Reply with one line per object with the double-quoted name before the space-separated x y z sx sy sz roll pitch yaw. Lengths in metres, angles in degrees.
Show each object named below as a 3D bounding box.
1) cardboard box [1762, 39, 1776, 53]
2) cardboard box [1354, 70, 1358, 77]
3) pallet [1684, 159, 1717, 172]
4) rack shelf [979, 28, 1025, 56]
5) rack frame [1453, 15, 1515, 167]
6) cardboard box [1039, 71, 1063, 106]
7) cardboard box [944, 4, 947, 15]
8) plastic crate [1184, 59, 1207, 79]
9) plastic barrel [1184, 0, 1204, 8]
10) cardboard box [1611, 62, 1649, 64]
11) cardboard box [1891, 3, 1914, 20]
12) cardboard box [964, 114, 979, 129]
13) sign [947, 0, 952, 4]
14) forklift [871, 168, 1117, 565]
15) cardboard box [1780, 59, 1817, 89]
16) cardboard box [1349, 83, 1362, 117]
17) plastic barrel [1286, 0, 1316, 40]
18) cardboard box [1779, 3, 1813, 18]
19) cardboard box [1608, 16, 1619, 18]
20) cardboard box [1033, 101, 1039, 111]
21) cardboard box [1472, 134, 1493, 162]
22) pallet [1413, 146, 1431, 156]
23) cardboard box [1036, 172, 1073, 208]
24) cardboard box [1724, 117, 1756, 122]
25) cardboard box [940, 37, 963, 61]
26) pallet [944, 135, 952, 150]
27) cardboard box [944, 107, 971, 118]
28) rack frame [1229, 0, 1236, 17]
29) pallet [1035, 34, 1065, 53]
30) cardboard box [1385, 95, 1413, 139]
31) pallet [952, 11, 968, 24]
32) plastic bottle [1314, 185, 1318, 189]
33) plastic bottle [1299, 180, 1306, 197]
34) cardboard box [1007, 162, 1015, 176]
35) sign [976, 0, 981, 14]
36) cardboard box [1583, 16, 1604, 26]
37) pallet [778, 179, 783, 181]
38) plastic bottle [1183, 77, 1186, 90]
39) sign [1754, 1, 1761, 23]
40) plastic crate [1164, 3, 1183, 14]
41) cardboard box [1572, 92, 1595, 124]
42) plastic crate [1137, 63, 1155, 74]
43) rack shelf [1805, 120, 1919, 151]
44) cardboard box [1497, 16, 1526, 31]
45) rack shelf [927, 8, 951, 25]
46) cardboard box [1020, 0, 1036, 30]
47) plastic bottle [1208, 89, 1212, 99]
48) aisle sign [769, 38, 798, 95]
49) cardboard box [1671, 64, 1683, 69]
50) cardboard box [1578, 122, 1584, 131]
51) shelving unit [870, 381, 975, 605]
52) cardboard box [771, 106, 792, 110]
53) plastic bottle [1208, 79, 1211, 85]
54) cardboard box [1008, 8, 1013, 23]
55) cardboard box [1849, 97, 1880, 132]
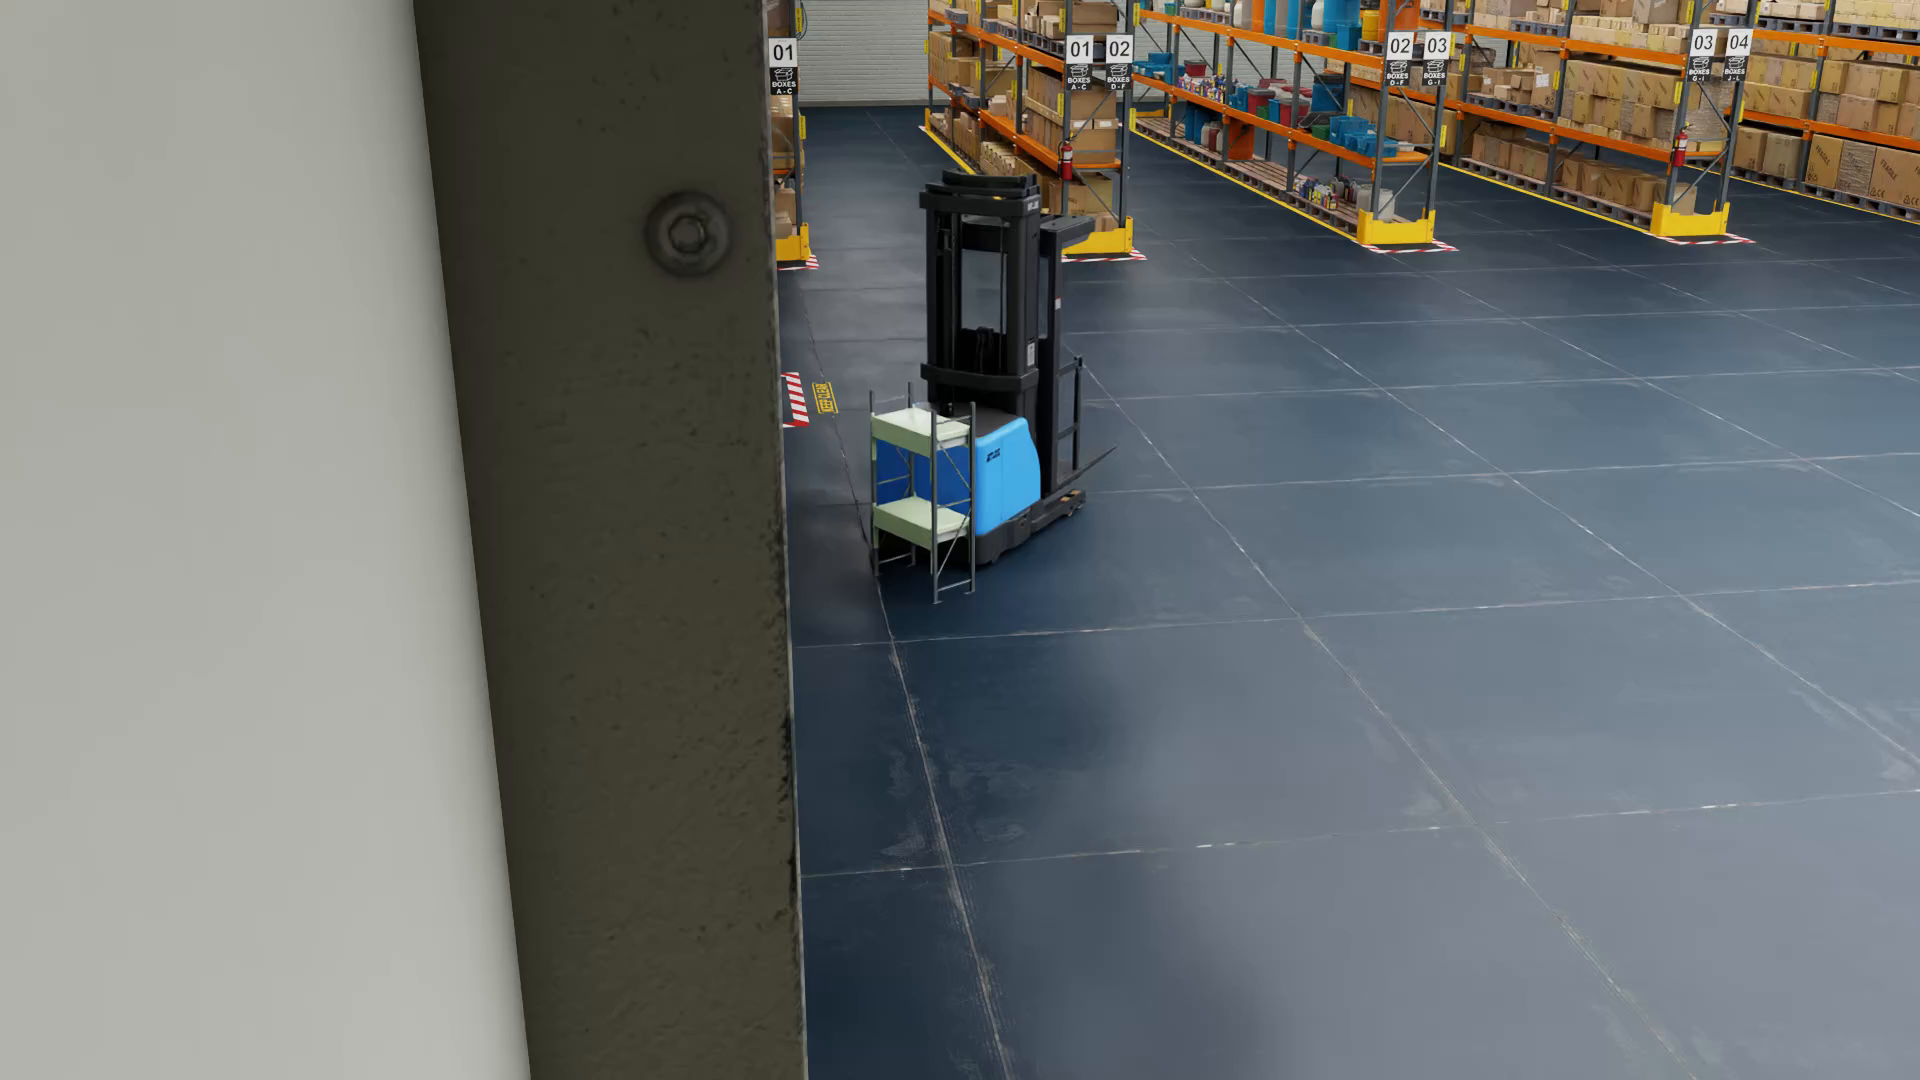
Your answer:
"cardboard box" 19.521 -11.862 39.617 0.500 0.500 0.500 -3 21 -9
"cardboard box" 9.532 -11.026 39.309 0.380 0.149 0.250 -3 21 -7
"pallet" 15.659 -7.769 34.214 1.003 0.211 1.213 -3 21 -8
"rack shelf" 1.182 -9.014 30.304 1.077 0.370 4.000 -3 21 -8
"rack frame" 10.698 -9.137 33.891 1.000 3.000 0.127 -3 21 -8
"cardboard box" 1.687 -7.406 27.262 0.700 0.500 0.500 -3 21 -8
"cardboard box" -0.077 -11.687 36.646 0.500 0.250 0.500 -3 21 -8
"plastic crate" 5.339 -10.652 37.770 0.402 0.464 0.583 -3 21 -8
"plastic barrel" 5.048 -11.742 35.787 0.433 0.535 0.433 0 20 0
"cardboard box" 11.685 -8.091 29.096 0.500 0.500 0.500 -3 21 -8
"cardboard box" 16.211 -8.977 28.222 0.500 0.250 0.500 -3 21 -7
"cardboard box" 0.363 -8.710 34.621 0.500 0.250 0.500 -3 21 -9
"sign" -0.218 -11.640 35.569 0.100 0.325 0.005 -3 21 -8
"forklift" 0.435 -1.648 13.938 1.130 2.935 3.031 11 23 27
"cardboard box" 16.043 -8.832 31.503 0.700 0.500 0.500 -3 21 -9
"cardboard box" 9.847 -10.575 40.180 0.875 0.875 0.875 -3 21 -8
"plastic barrel" 6.085 -9.307 29.344 0.600 0.901 0.708 -3 21 -8
"cardboard box" 15.801 -9.962 31.285 0.500 0.250 0.500 -3 21 -8
"cardboard box" 11.555 -9.078 29.093 0.380 0.149 0.250 -3 21 -7
"cardboard box" 1.432 -7.234 27.728 0.380 0.149 0.250 -3 21 -8
"cardboard box" 10.814 -7.941 33.633 0.700 0.500 0.500 -4 21 -11
"pallet" 10.486 -8.528 36.249 1.003 0.211 1.213 -3 21 -8
"cardboard box" 1.517 -5.644 26.799 0.500 0.500 0.500 -3 21 -8
"cardboard box" 15.619 -8.279 34.211 1.050 0.750 0.750 -3 21 -8
"cardboard box" -0.161 -11.052 37.448 0.500 0.500 0.500 -3 21 -7
"pallet" 0.219 -8.955 37.390 1.003 0.211 1.213 -3 21 -8
"cardboard box" 0.042 -9.710 38.366 0.797 0.503 0.637 -3 21 -8
"rack frame" 5.796 -11.697 32.173 1.000 3.000 0.127 -3 21 -8
"pallet" 1.792 -7.902 26.424 1.003 0.211 1.213 -3 21 -8
"cardboard box" 10.233 -9.502 37.307 1.225 0.875 0.875 -3 21 -8
"pallet" 0.495 -10.752 34.198 1.213 0.211 1.003 -3 21 -8
"plastic bottle" 6.164 -6.015 28.804 0.097 0.271 0.097 0 20 0
"plastic bottle" 6.059 -6.189 29.263 0.152 0.276 0.135 -2 21 -6
"cardboard box" 1.129 -6.550 29.495 0.500 0.311 0.500 -3 21 -8
"sign" 0.357 -10.259 31.870 0.100 0.325 0.005 -3 21 -8
"cardboard box" 11.122 -9.056 29.034 0.380 0.149 0.250 -4 21 -10
"pallet" -3.896 -6.810 31.648 1.003 0.211 1.213 -3 21 -8
"plastic bottle" 4.918 -9.944 36.237 0.097 0.271 0.097 0 20 0
"sign" 12.388 -8.209 25.871 0.100 0.325 0.005 -3 21 -8
"plastic crate" 4.773 -11.898 37.236 0.416 0.233 0.300 -3 21 -8
"cardboard box" 11.315 -7.604 29.220 0.875 0.500 0.500 -3 21 -8
"plastic crate" 4.448 -11.276 39.774 0.416 0.233 0.300 -3 21 -8
"rack shelf" 16.485 -6.937 29.031 1.077 0.370 4.000 -3 21 -8
"cardboard box" 10.671 -9.941 31.972 0.500 0.250 0.500 -2 21 -7
"rack shelf" 0.029 -11.784 37.720 1.077 0.370 4.000 -3 21 -8
"cardboard box" 1.282 -8.780 27.706 0.500 0.500 0.500 -1 21 -3
"plastic bottle" 5.200 -9.235 34.439 0.097 0.201 0.097 0 20 0
"aisle sign" -2.547 -6.825 23.988 0.394 0.787 0.004 -3 21 -8
"cardboard box" 15.096 -9.856 34.726 0.380 0.149 0.250 -4 21 -10
"cardboard box" 11.139 -7.286 29.295 0.380 0.149 0.250 -3 21 -8
"shelving unit" -0.281 -0.363 12.545 0.431 1.500 0.755 -16 26 -37
"cardboard box" -2.755 -6.439 25.783 0.500 0.500 0.500 -4 21 -10
"plastic bottle" 5.476 -10.046 36.609 0.097 0.201 0.097 0 20 0
"cardboard box" 1.180 -9.636 30.557 0.500 0.250 0.500 -3 21 -9
"cardboard box" 16.325 -7.528 29.370 0.875 0.550 0.550 -3 21 -8
